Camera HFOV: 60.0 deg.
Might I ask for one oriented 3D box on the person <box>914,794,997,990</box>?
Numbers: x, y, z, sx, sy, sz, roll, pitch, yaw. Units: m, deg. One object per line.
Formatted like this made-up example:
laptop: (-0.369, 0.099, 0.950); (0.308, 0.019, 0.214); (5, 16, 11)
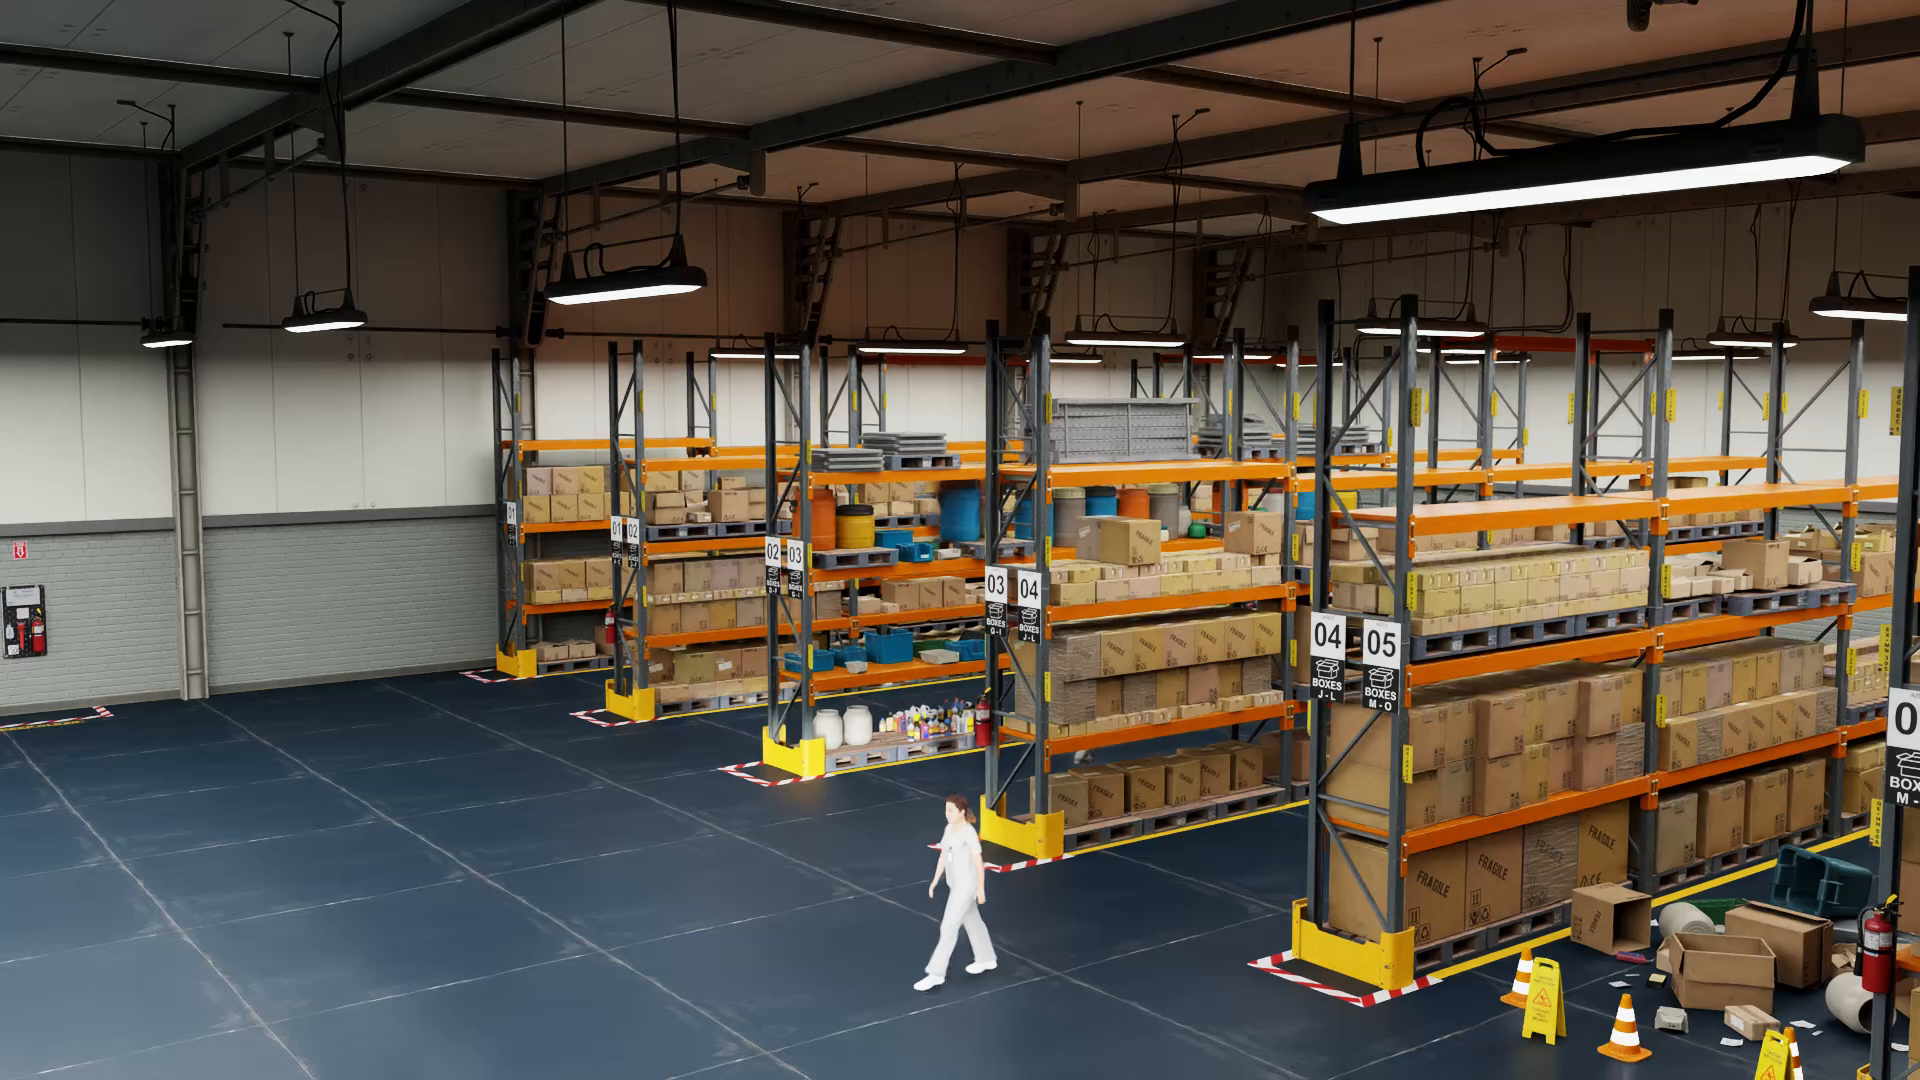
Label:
person: (-0.065, 3.043, 14.610); (0.905, 1.633, 0.459); (-2, 6, -25)

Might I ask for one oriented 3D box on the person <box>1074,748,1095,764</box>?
person: (1.740, 2.214, 22.065); (0.506, 1.581, 0.676); (5, 7, 43)
